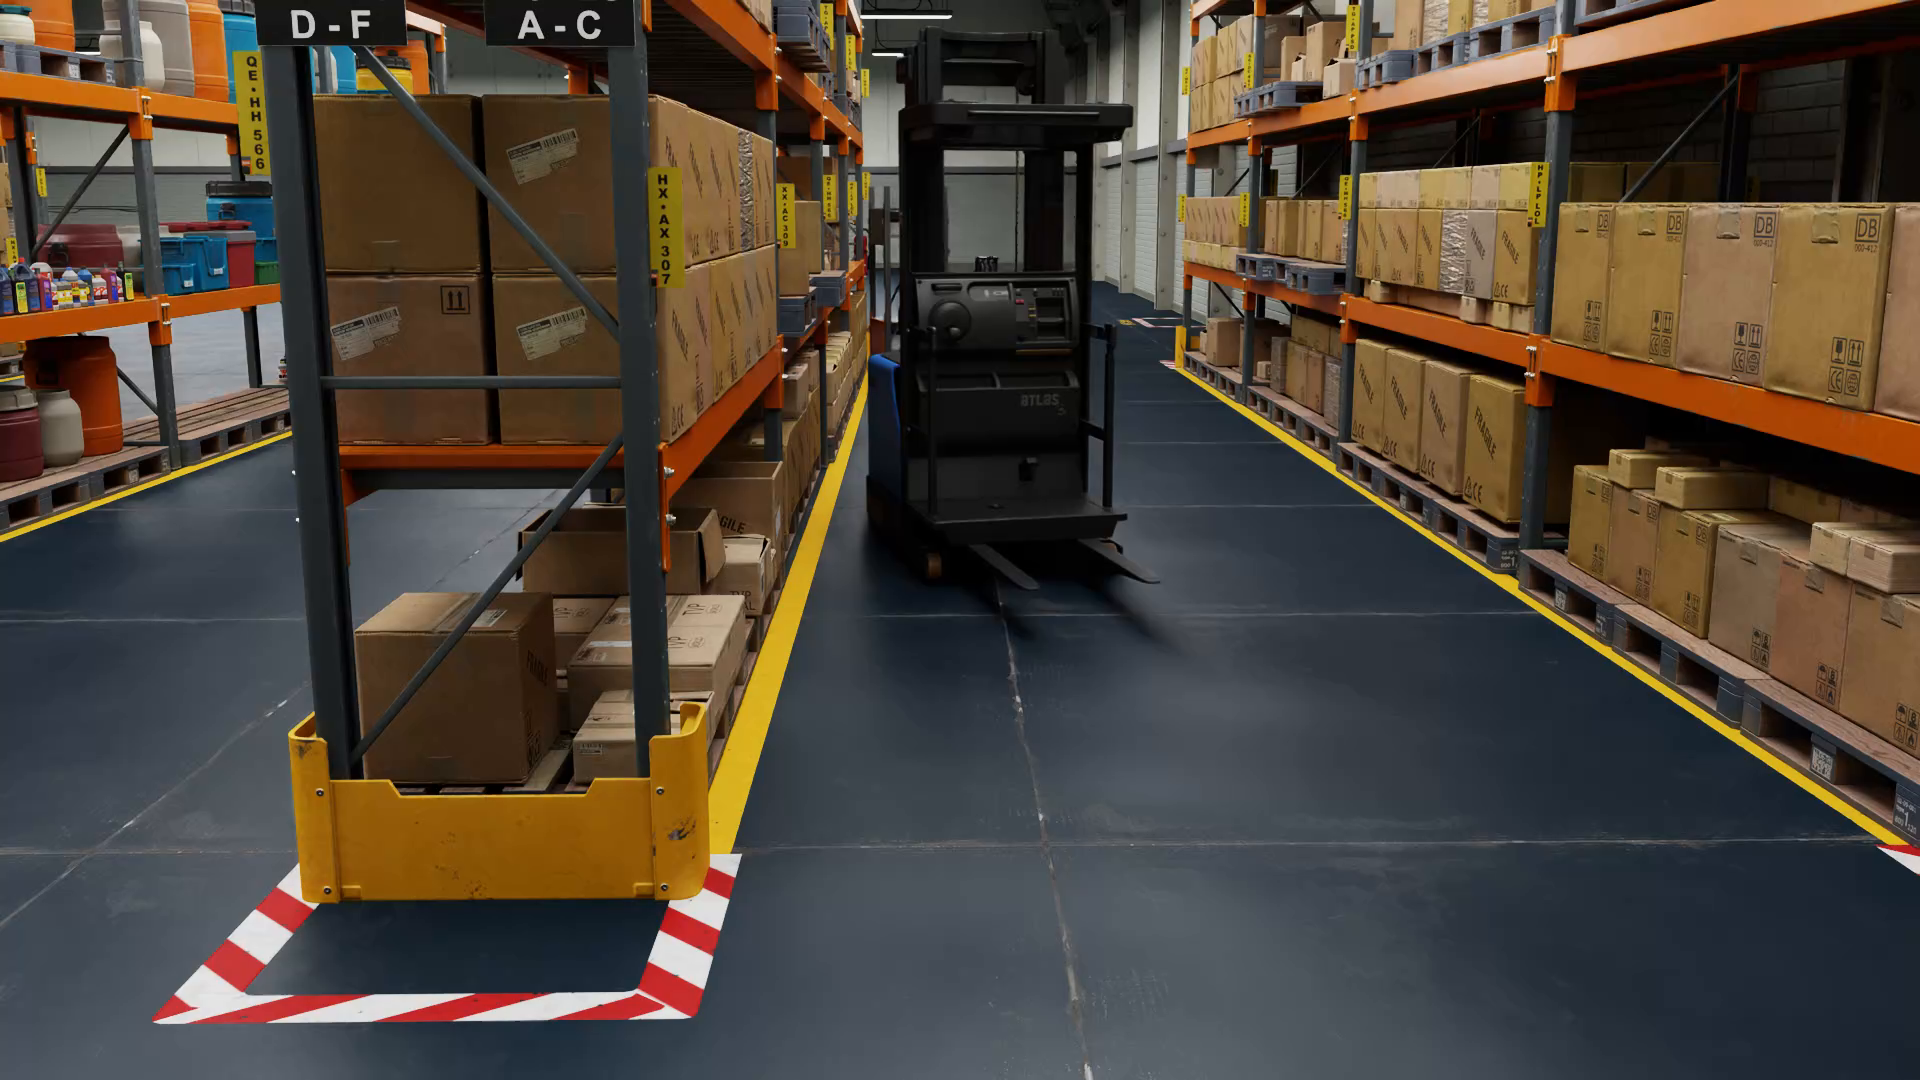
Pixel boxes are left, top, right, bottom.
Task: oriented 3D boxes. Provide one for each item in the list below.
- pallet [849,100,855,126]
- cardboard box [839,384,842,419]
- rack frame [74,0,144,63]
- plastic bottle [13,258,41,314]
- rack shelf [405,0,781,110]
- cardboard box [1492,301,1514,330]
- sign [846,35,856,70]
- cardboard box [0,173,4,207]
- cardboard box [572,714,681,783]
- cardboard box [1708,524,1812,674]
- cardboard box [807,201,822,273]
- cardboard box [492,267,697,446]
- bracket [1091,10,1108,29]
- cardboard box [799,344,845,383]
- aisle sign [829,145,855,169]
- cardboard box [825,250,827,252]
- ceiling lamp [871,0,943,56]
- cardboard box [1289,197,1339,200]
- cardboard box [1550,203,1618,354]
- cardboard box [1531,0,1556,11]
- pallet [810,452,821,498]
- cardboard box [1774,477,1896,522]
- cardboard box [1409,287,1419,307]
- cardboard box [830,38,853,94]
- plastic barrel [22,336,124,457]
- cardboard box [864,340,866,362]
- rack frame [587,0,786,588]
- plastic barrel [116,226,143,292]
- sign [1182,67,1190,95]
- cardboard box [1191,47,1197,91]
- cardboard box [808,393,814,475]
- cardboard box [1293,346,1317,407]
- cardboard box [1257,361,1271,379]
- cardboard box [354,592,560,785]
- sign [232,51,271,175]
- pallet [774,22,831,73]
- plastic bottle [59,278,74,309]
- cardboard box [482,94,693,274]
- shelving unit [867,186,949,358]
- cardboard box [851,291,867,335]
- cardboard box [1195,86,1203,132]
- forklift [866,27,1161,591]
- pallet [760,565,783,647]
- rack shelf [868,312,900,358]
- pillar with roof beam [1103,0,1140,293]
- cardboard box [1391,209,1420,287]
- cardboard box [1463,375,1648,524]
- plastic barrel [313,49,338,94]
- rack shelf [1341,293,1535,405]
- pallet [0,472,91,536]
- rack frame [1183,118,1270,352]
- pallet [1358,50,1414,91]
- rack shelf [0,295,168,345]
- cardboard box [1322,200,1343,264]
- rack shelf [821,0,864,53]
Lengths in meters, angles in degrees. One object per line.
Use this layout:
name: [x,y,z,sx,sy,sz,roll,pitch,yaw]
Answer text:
pallet: [-1.667,-4.656,18.145,1.003,0.211,1.213,0,11,-1]
cardboard box: [-1.264,-1.190,14.240,0.500,0.250,0.500,-1,11,-3]
rack frame: [-6.471,-4.944,11.794,1.000,3.000,0.127,0,11,-1]
plastic bottle: [-6.051,-1.642,10.731,0.144,0.351,0.185,0,11,-1]
rack shelf: [-1.395,-1.948,6.382,1.077,0.370,4.000,0,11,-1]
cardboard box: [3.198,-1.252,9.268,0.380,0.149,0.250,0,11,0]
sign: [-1.059,-4.700,16.046,0.100,0.325,0.005,0,11,-1]
cardboard box: [-11.314,-4.051,18.967,0.500,0.500,0.500,0,11,-1]
cardboard box: [-1.018,0.664,5.306,0.380,0.149,0.250,0,11,-1]
cardboard box: [3.463,0.227,6.627,0.700,0.500,0.500,-1,11,-3]
cardboard box: [-1.393,-2.153,11.821,0.700,0.500,0.500,-4,12,-20]
cardboard box: [-1.099,-0.571,5.079,0.500,0.500,0.500,0,11,0]
bracket: [3.359,-12.378,39.385,0.076,0.066,4.783,0,11,-1]
cardboard box: [-1.275,-1.570,14.701,0.500,0.311,0.500,0,11,-2]
aisle sign: [-1.392,-4.902,20.138,0.394,0.787,0.004,0,11,-1]
cardboard box: [-1.547,-2.647,15.940,0.500,0.250,0.500,0,11,2]
ceiling lamp: [-1.352,-14.475,44.093,2.000,3.185,0.800,0,11,-1]
cardboard box: [3.550,-3.238,16.914,0.500,0.500,0.500,-1,11,-2]
cardboard box: [3.512,-1.288,8.111,0.980,0.700,0.700,0,11,0]
cardboard box: [3.608,-3.159,9.185,0.700,0.500,0.500,-1,12,-4]
pallet: [-1.541,-0.508,12.033,1.003,0.211,1.213,0,11,-1]
cardboard box: [3.655,-0.170,6.951,0.380,0.149,0.250,0,11,-2]
cardboard box: [3.269,-1.660,11.280,0.380,0.149,0.250,0,11,0]
cardboard box: [-1.348,-4.713,16.542,0.500,0.500,0.500,1,11,4]
plastic barrel: [-6.444,-1.049,12.086,0.600,0.830,0.708,0,11,-1]
cardboard box: [-1.343,-2.168,19.059,0.500,0.250,0.500,0,11,-1]
rack frame: [-1.436,-1.228,8.568,1.000,3.000,0.127,0,11,-1]
plastic barrel: [-6.706,-2.262,13.383,0.421,0.512,0.421,0,11,0]
sign: [2.726,-5.531,20.034,0.100,0.325,0.005,0,11,-1]
cardboard box: [3.034,-5.576,19.638,0.500,0.500,0.500,-1,12,-5]
cardboard box: [-1.254,-0.726,11.274,0.500,0.500,0.500,-1,11,-3]
cardboard box: [3.414,-1.480,14.989,0.700,0.500,0.500,0,11,-1]
cardboard box: [3.310,-1.773,17.272,0.380,0.166,0.250,-2,12,-9]
cardboard box: [-1.611,0.469,5.382,0.500,0.500,0.500,0,11,-1]
sign: [-1.909,-1.157,4.511,0.100,0.325,0.005,0,11,-1]
pallet: [-1.404,-2.942,9.945,1.213,0.211,1.003,0,11,-1]
plastic bottle: [-6.037,-1.662,11.207,0.097,0.201,0.097,0,11,0]
cardboard box: [-1.099,-1.061,4.980,0.500,0.500,0.500,0,11,1]
shelving unit: [-0.336,-1.221,10.798,0.431,2.100,0.503,-3,12,-14]
cardboard box: [-1.375,-2.734,19.964,0.500,0.500,0.500,0,11,-1]
cardboard box: [3.001,-4.989,19.260,0.500,0.500,0.500,1,11,3]
forklift: [0.265,-1.294,9.065,1.130,2.935,3.031,-3,12,-14]
pallet: [-1.423,0.275,8.173,1.003,0.211,1.213,0,11,-1]
rack shelf: [-0.336,-1.208,10.801,0.431,0.518,0.480,-3,12,-14]
pillar with roof beam: [-0.528,-9.999,36.715,9.100,9.000,0.548,0,11,-1]
cardboard box: [3.199,-1.949,11.069,0.500,0.500,0.500,0,11,-1]
cardboard box: [3.373,-0.530,9.478,0.750,0.750,0.750,0,11,0]
plastic barrel: [-6.366,-4.616,16.385,0.421,0.512,0.421,0,11,0]
rack shelf: [3.475,-1.294,10.703,1.077,0.370,4.000,0,11,-1]
pallet: [-6.391,-0.239,10.704,1.003,0.211,1.213,0,11,-1]
rack frame: [3.269,-3.635,20.430,1.000,3.000,0.127,0,11,-1]
pallet: [3.500,-3.294,11.682,1.213,0.211,1.003,0,11,1]
rack shelf: [-6.430,-1.254,10.503,1.077,0.370,4.000,0,11,-1]
cardboard box: [3.376,-2.513,13.545,0.700,0.500,0.500,-1,12,-7]
rack shelf: [-1.643,-5.607,17.881,1.077,0.370,4.000,0,11,-1]
